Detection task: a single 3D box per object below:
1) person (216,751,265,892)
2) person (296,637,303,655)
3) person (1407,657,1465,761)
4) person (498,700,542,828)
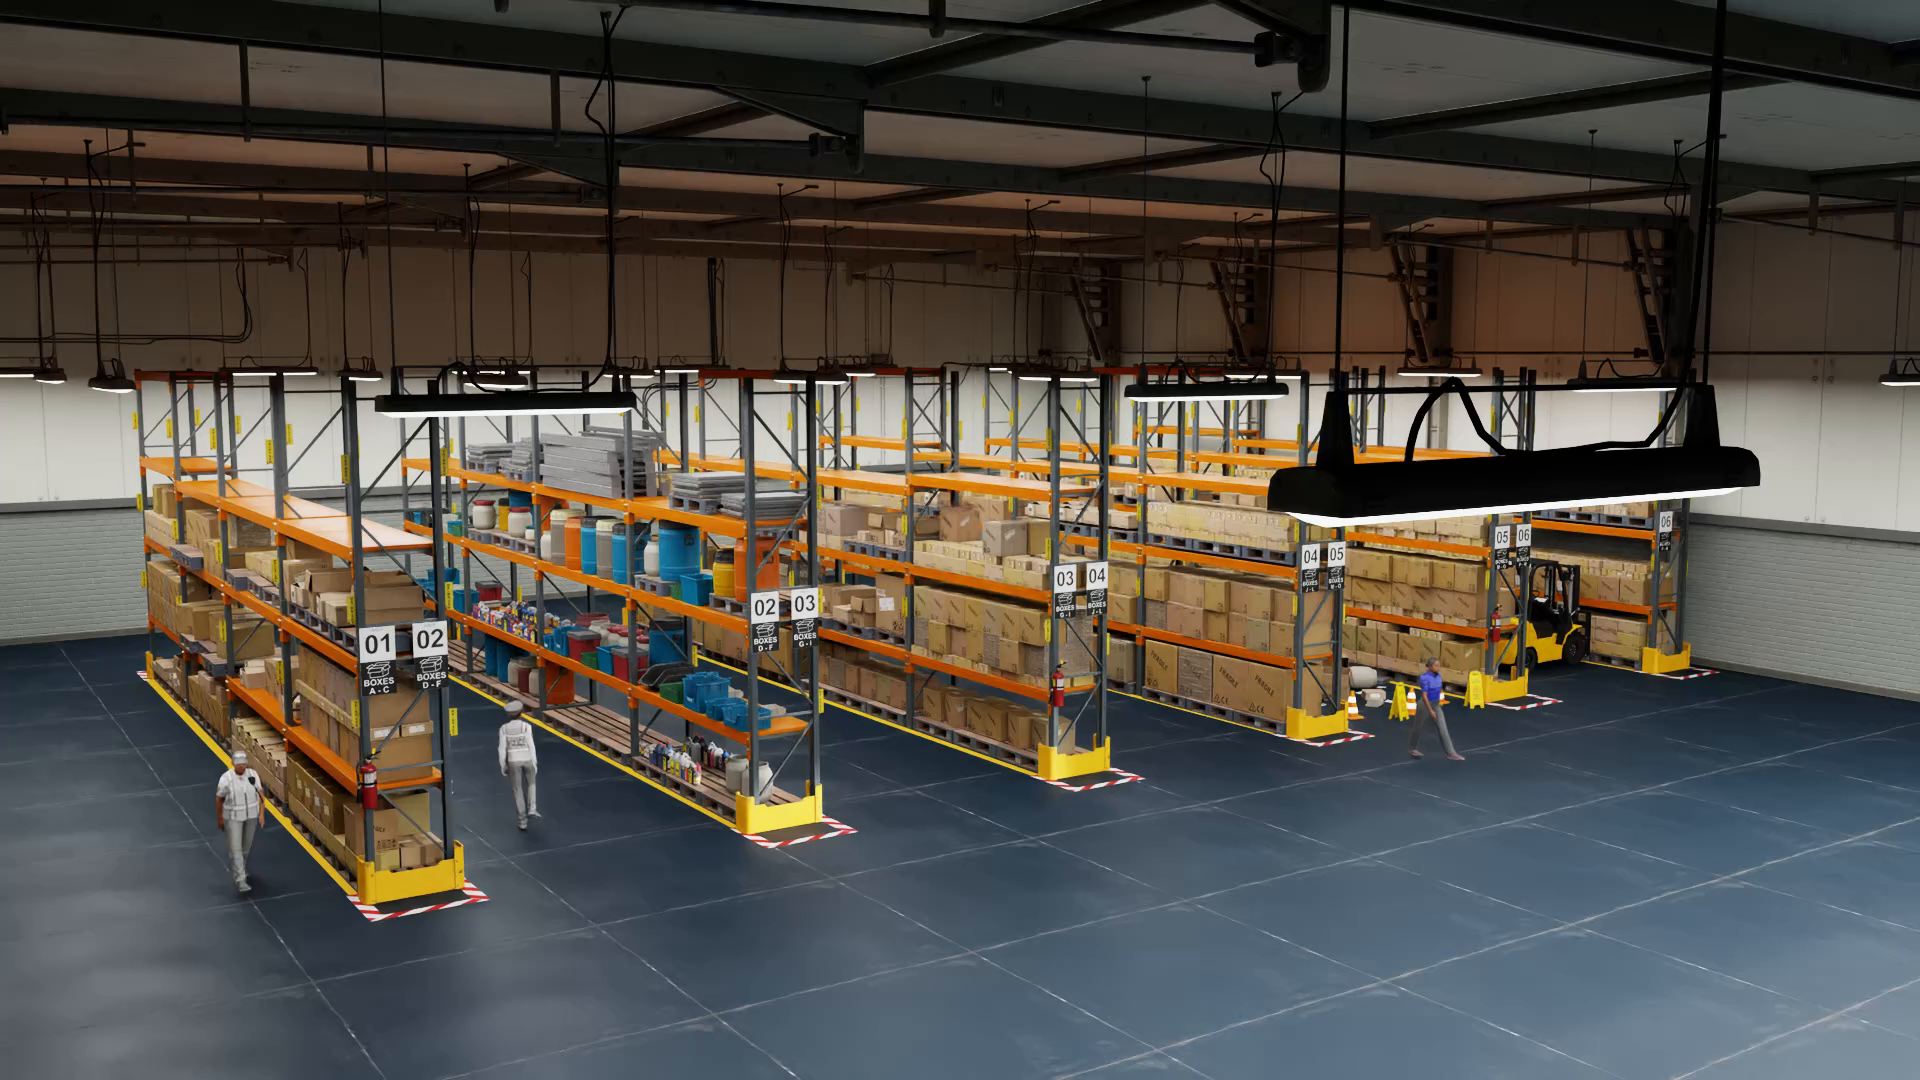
[{"bbox_3d":[-8.488,3.291,19.700,1.005,1.605,0.507,6,9,43],"label":"person"},{"bbox_3d":[-13.272,1.739,33.043,0.642,1.814,0.499,4,8,31],"label":"person"},{"bbox_3d":[7.341,2.608,25.737,0.464,1.609,0.992,-3,7,-25],"label":"person"},{"bbox_3d":[-5.885,2.987,22.211,0.519,1.675,0.457,-3,7,-22],"label":"person"}]
